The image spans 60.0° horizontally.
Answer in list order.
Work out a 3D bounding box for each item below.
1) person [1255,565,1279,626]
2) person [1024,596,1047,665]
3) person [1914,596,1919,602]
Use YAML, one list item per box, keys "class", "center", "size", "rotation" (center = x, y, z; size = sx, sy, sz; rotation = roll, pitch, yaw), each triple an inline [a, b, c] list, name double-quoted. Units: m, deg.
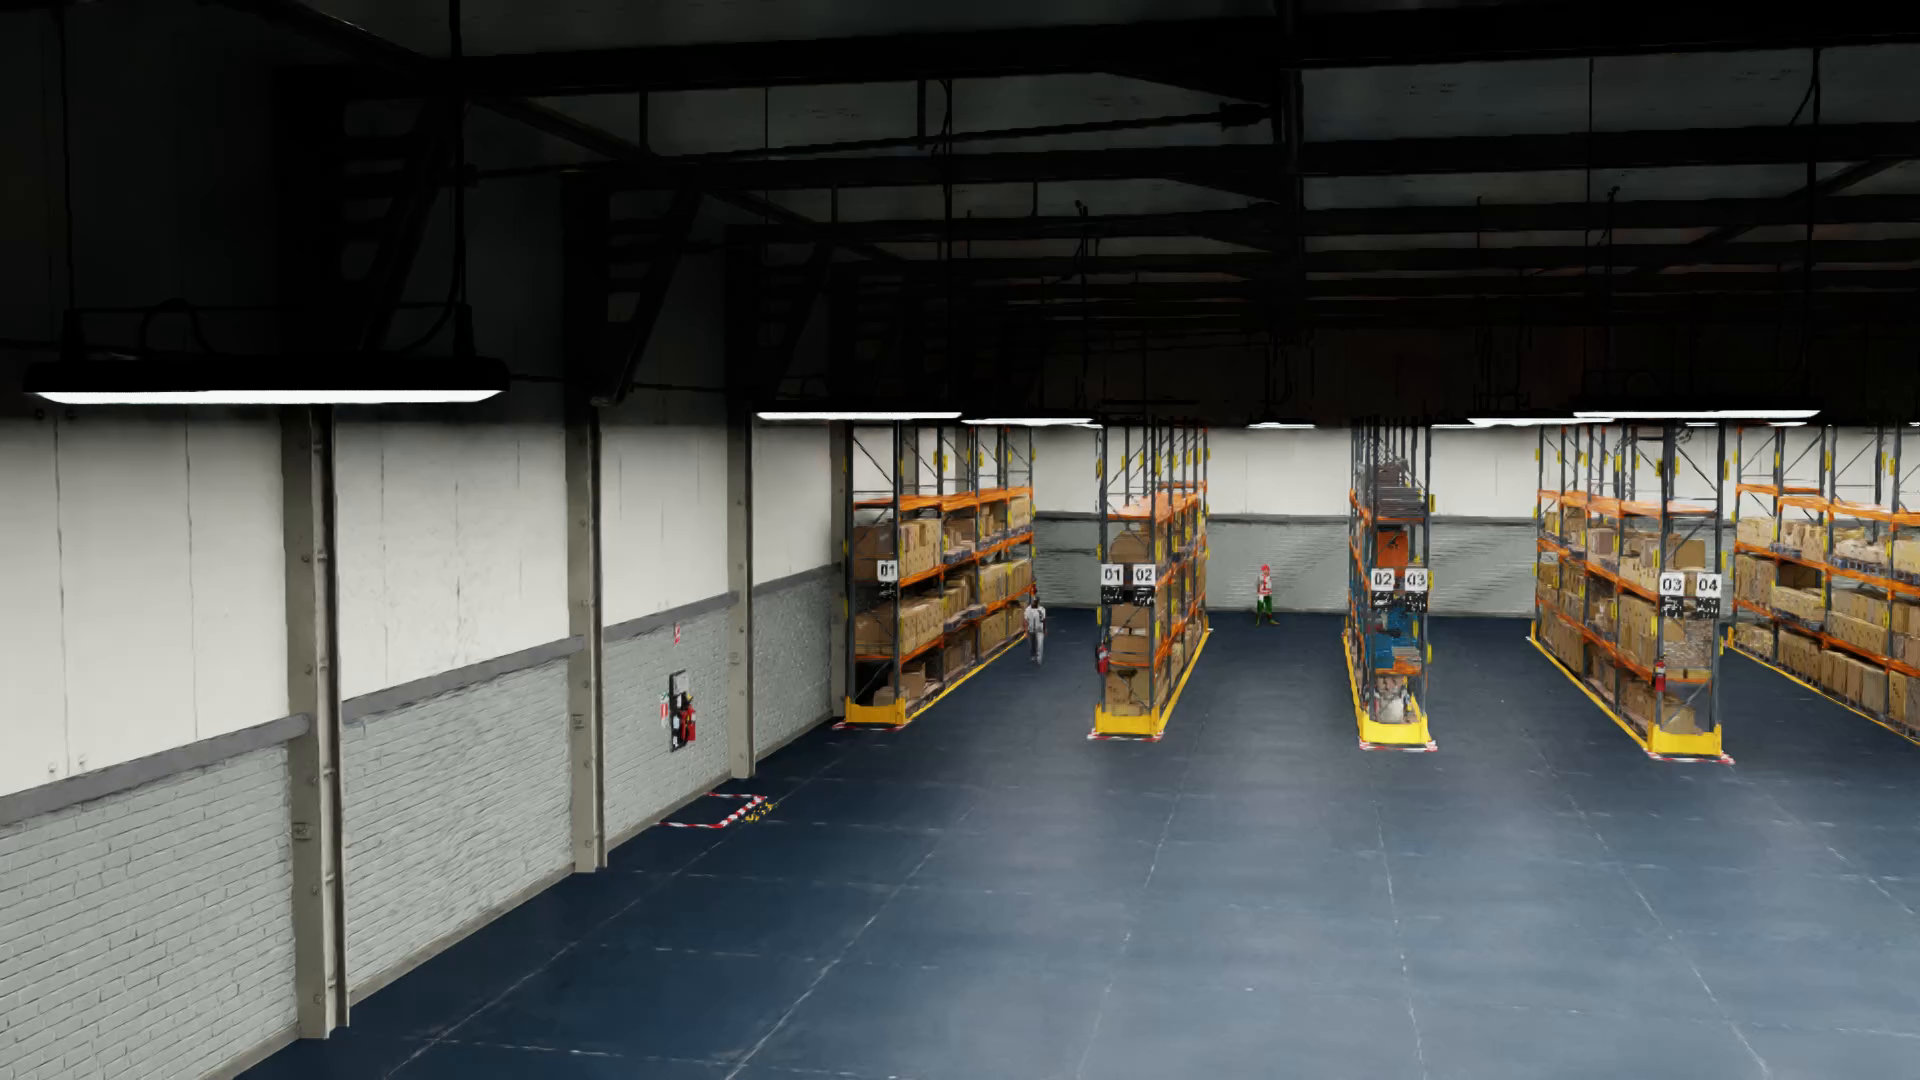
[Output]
- class: "person"
  center: [8.892, 1.599, 48.348]
  size: [0.702, 1.784, 0.530]
  rotation: [-4, 5, -44]
- class: "person"
  center: [1.813, 2.171, 40.432]
  size: [0.547, 1.667, 1.116]
  rotation: [1, 4, 10]
- class: "person"
  center: [22.575, 2.204, 39.254]
  size: [0.643, 1.773, 0.673]
  rotation: [3, 5, 35]
